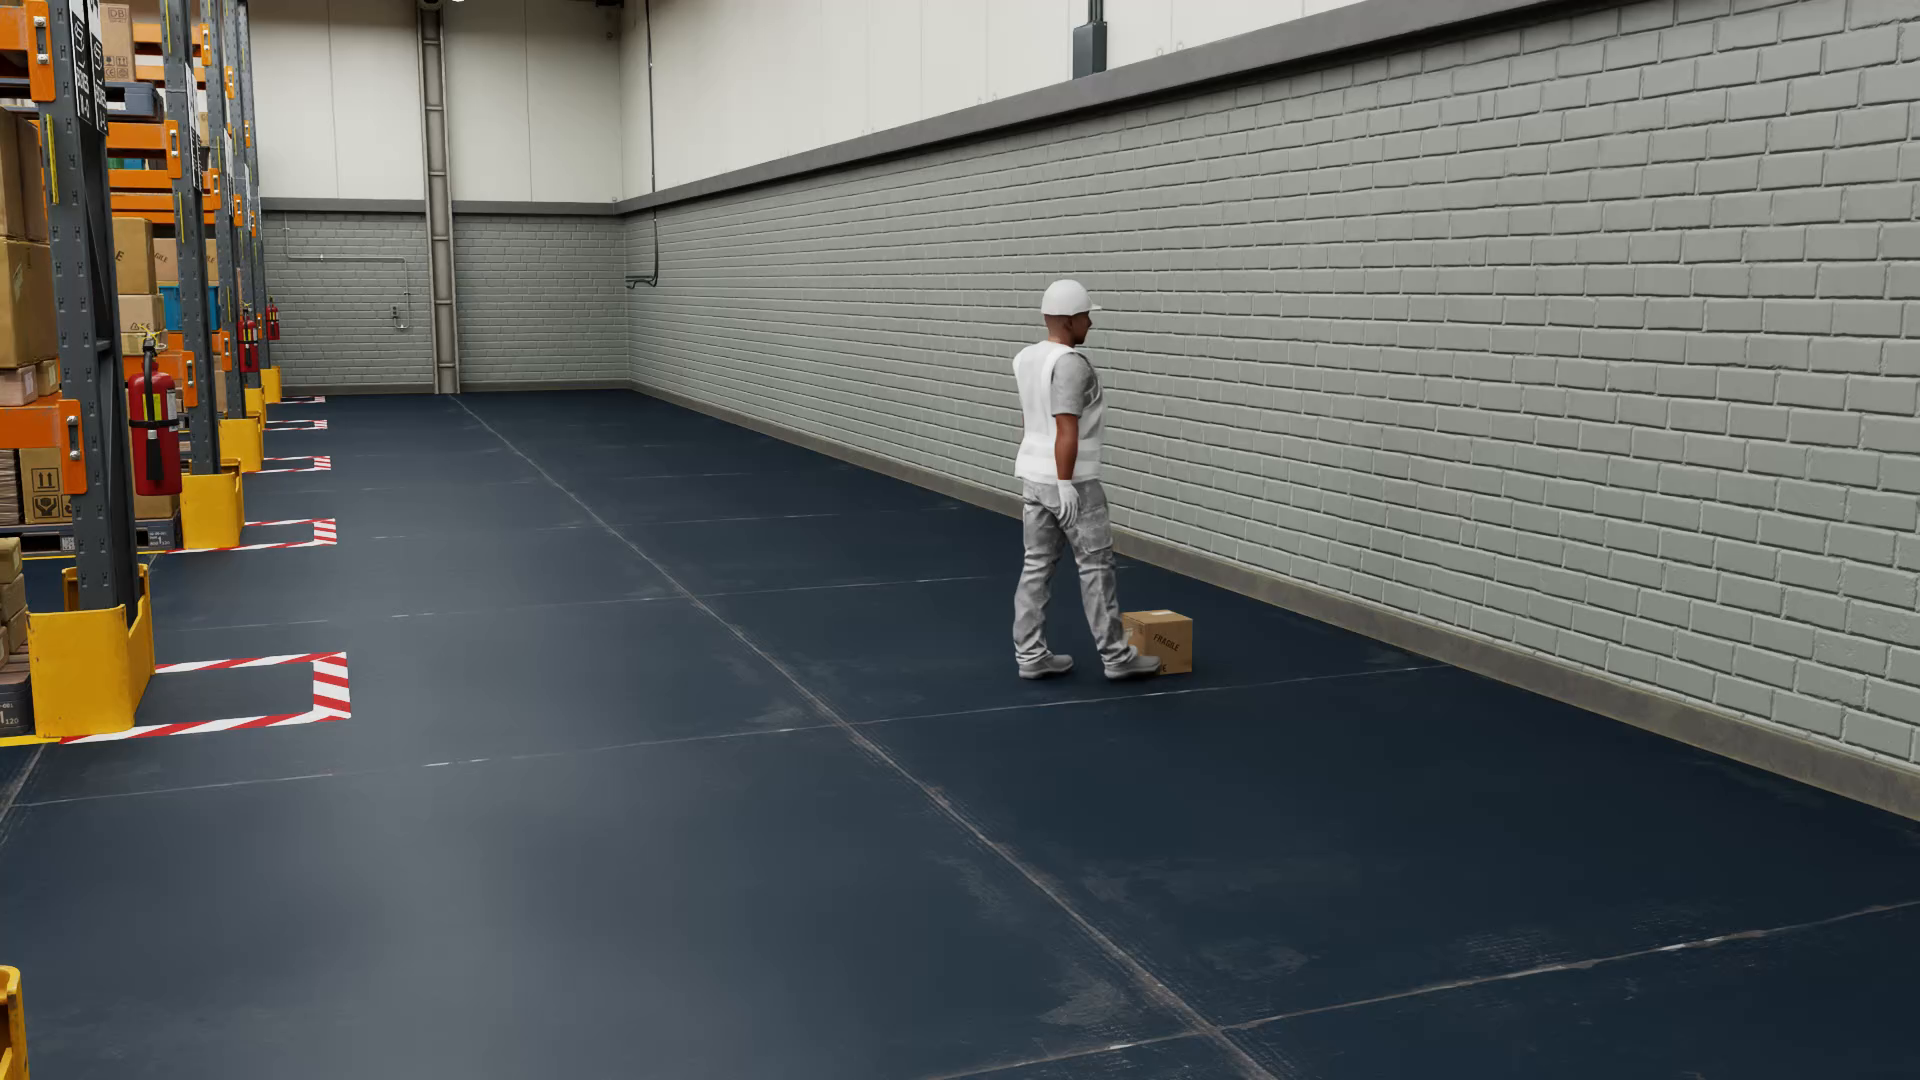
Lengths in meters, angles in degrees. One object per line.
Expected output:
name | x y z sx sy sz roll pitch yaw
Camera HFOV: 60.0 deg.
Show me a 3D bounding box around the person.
person | 0.563 -0.274 7.504 0.637 1.779 0.566 -5 10 -28
